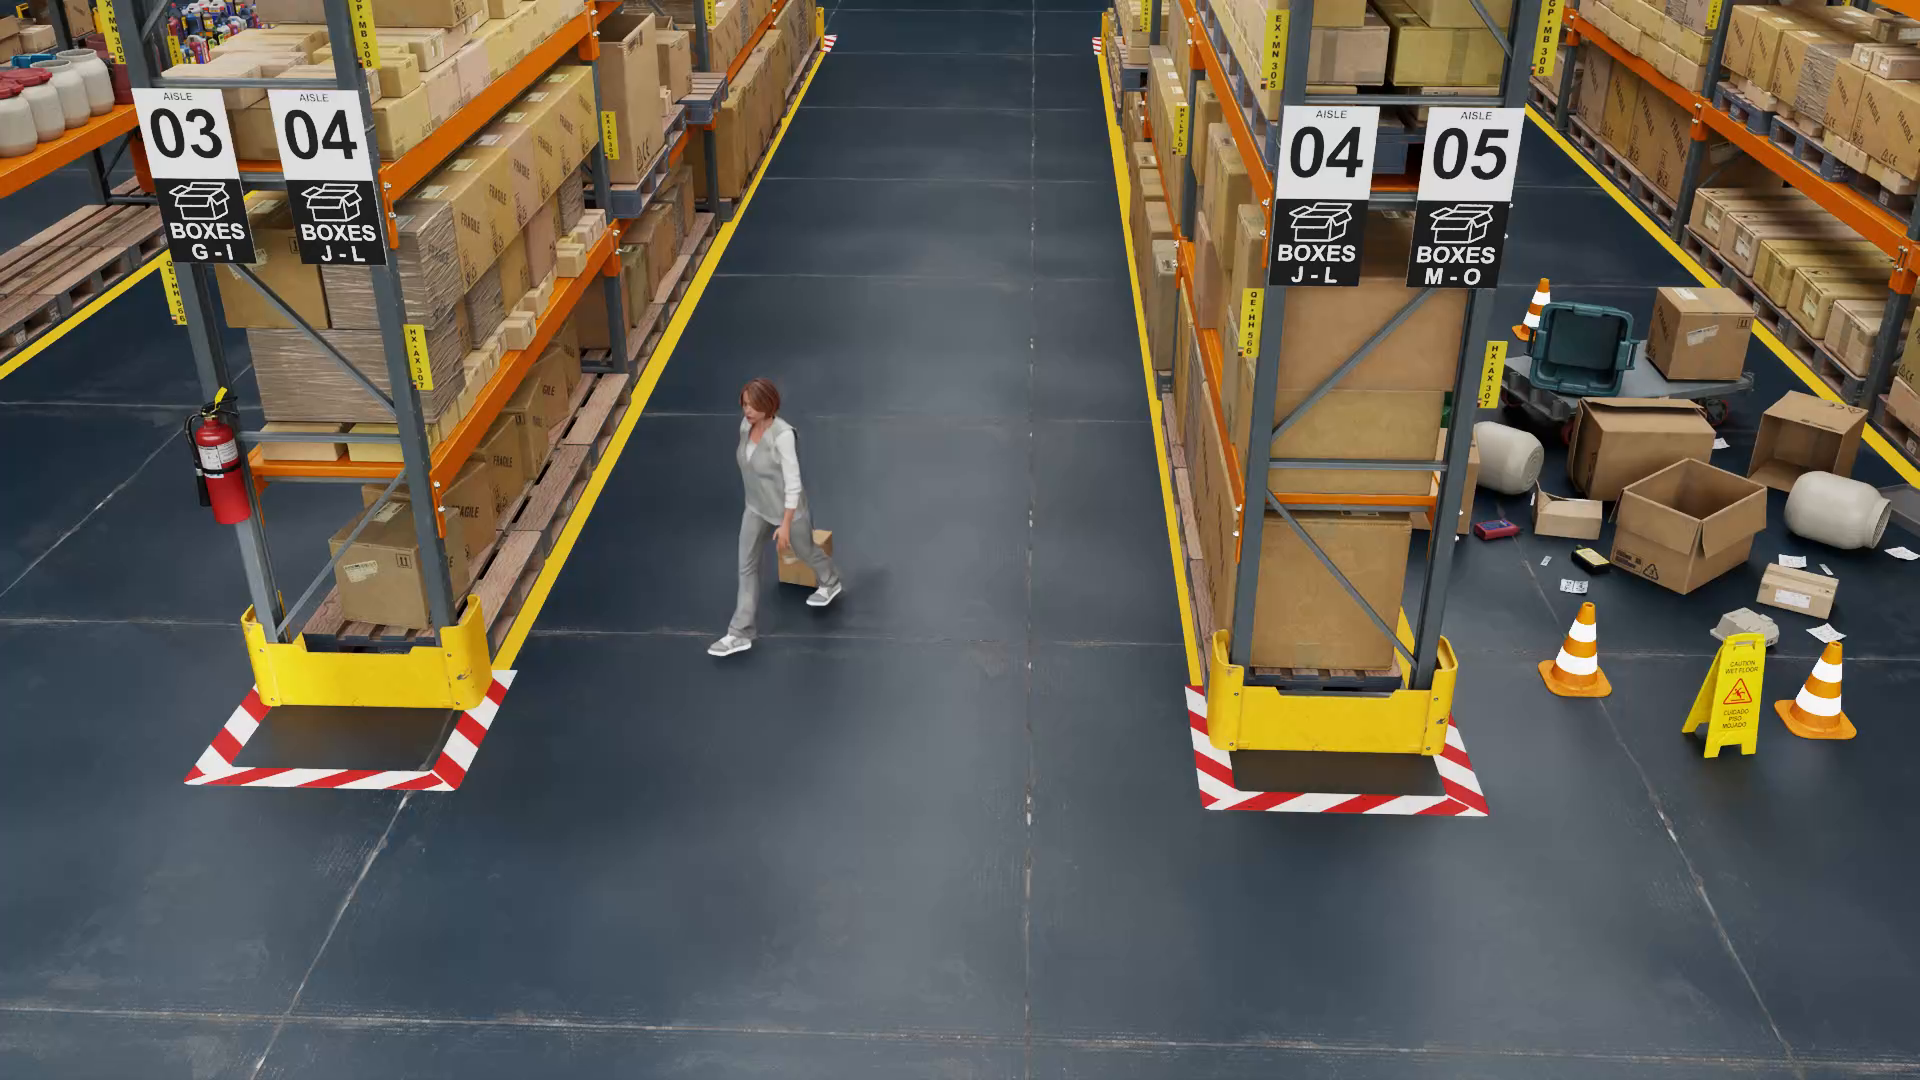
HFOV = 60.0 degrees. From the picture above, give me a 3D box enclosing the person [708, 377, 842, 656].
[{"bbox_3d":[-0.989,-0.174,8.961,0.443,1.533,0.983,19,34,31],"label":"person"}]
